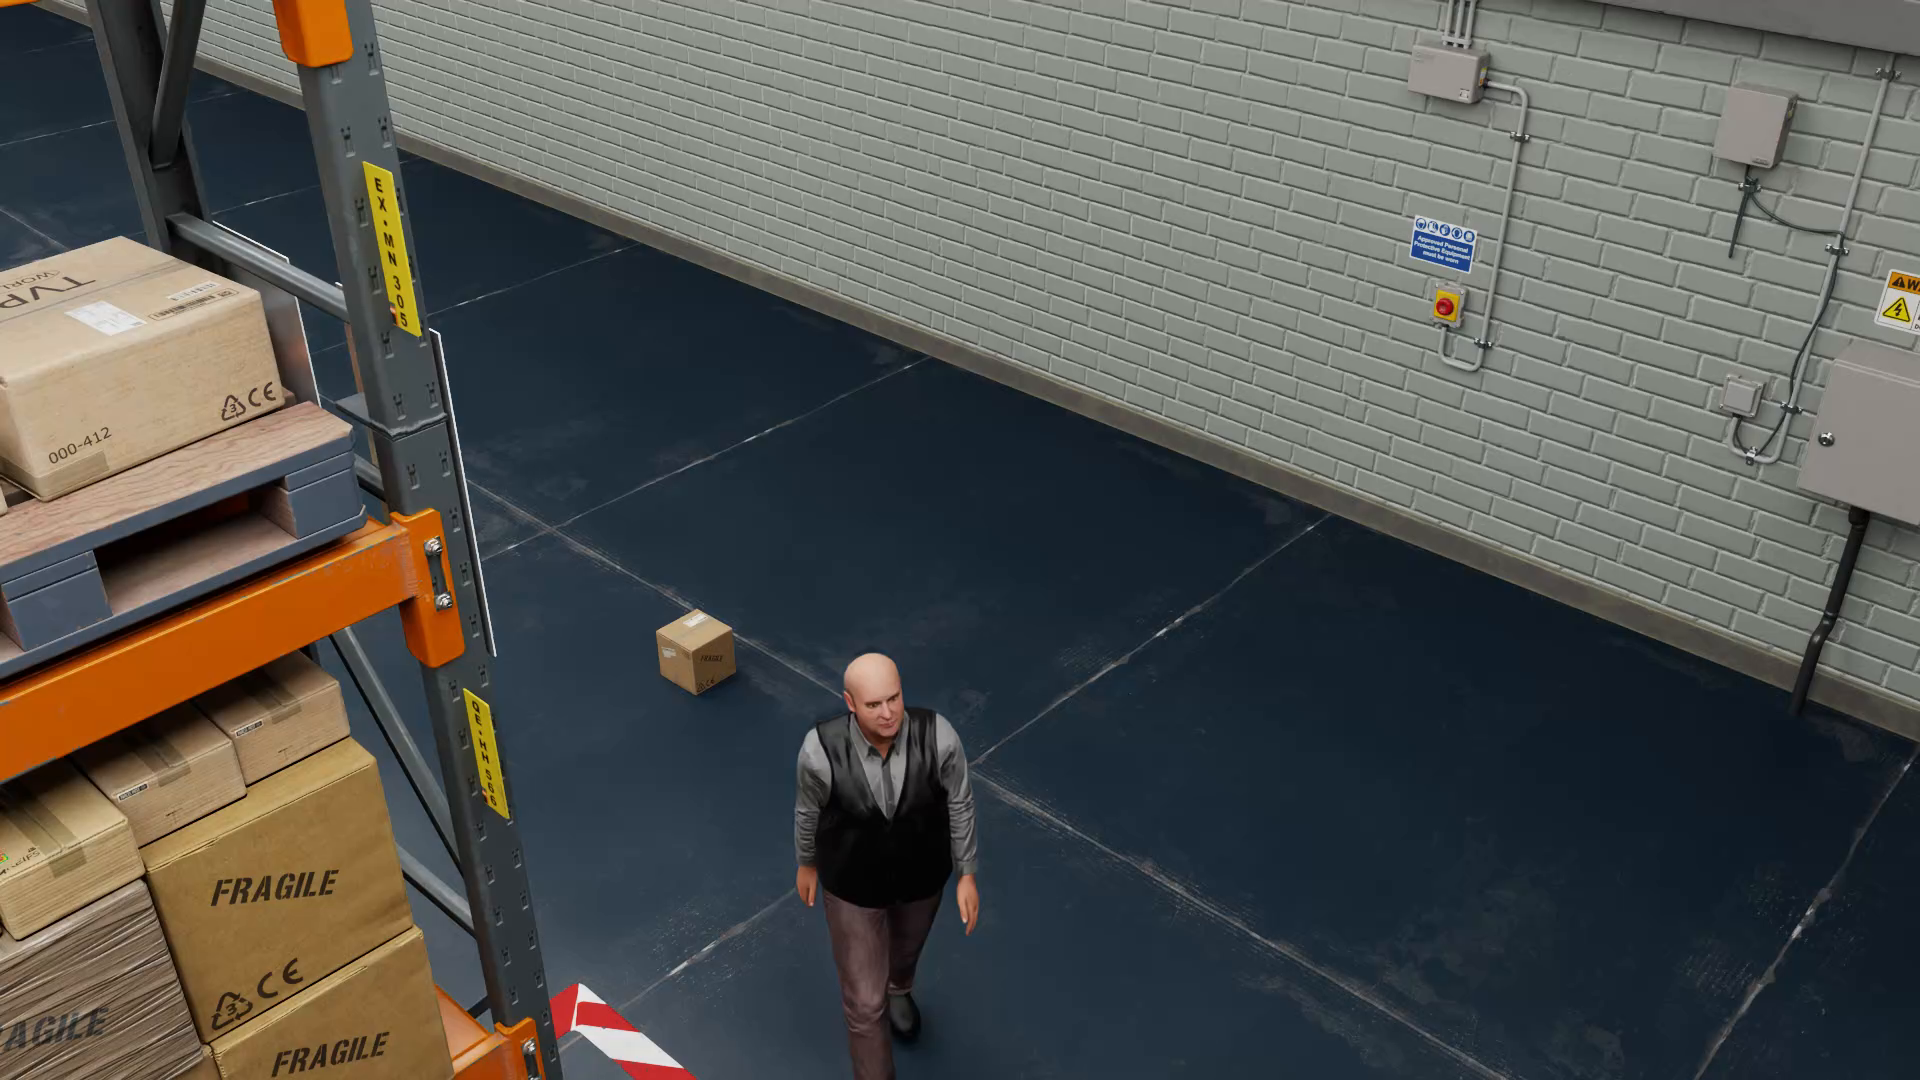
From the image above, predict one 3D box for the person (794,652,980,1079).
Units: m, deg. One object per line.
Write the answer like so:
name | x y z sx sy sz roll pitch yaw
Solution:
person | -0.206 1.116 5.277 0.561 1.683 0.900 -9 32 -14
